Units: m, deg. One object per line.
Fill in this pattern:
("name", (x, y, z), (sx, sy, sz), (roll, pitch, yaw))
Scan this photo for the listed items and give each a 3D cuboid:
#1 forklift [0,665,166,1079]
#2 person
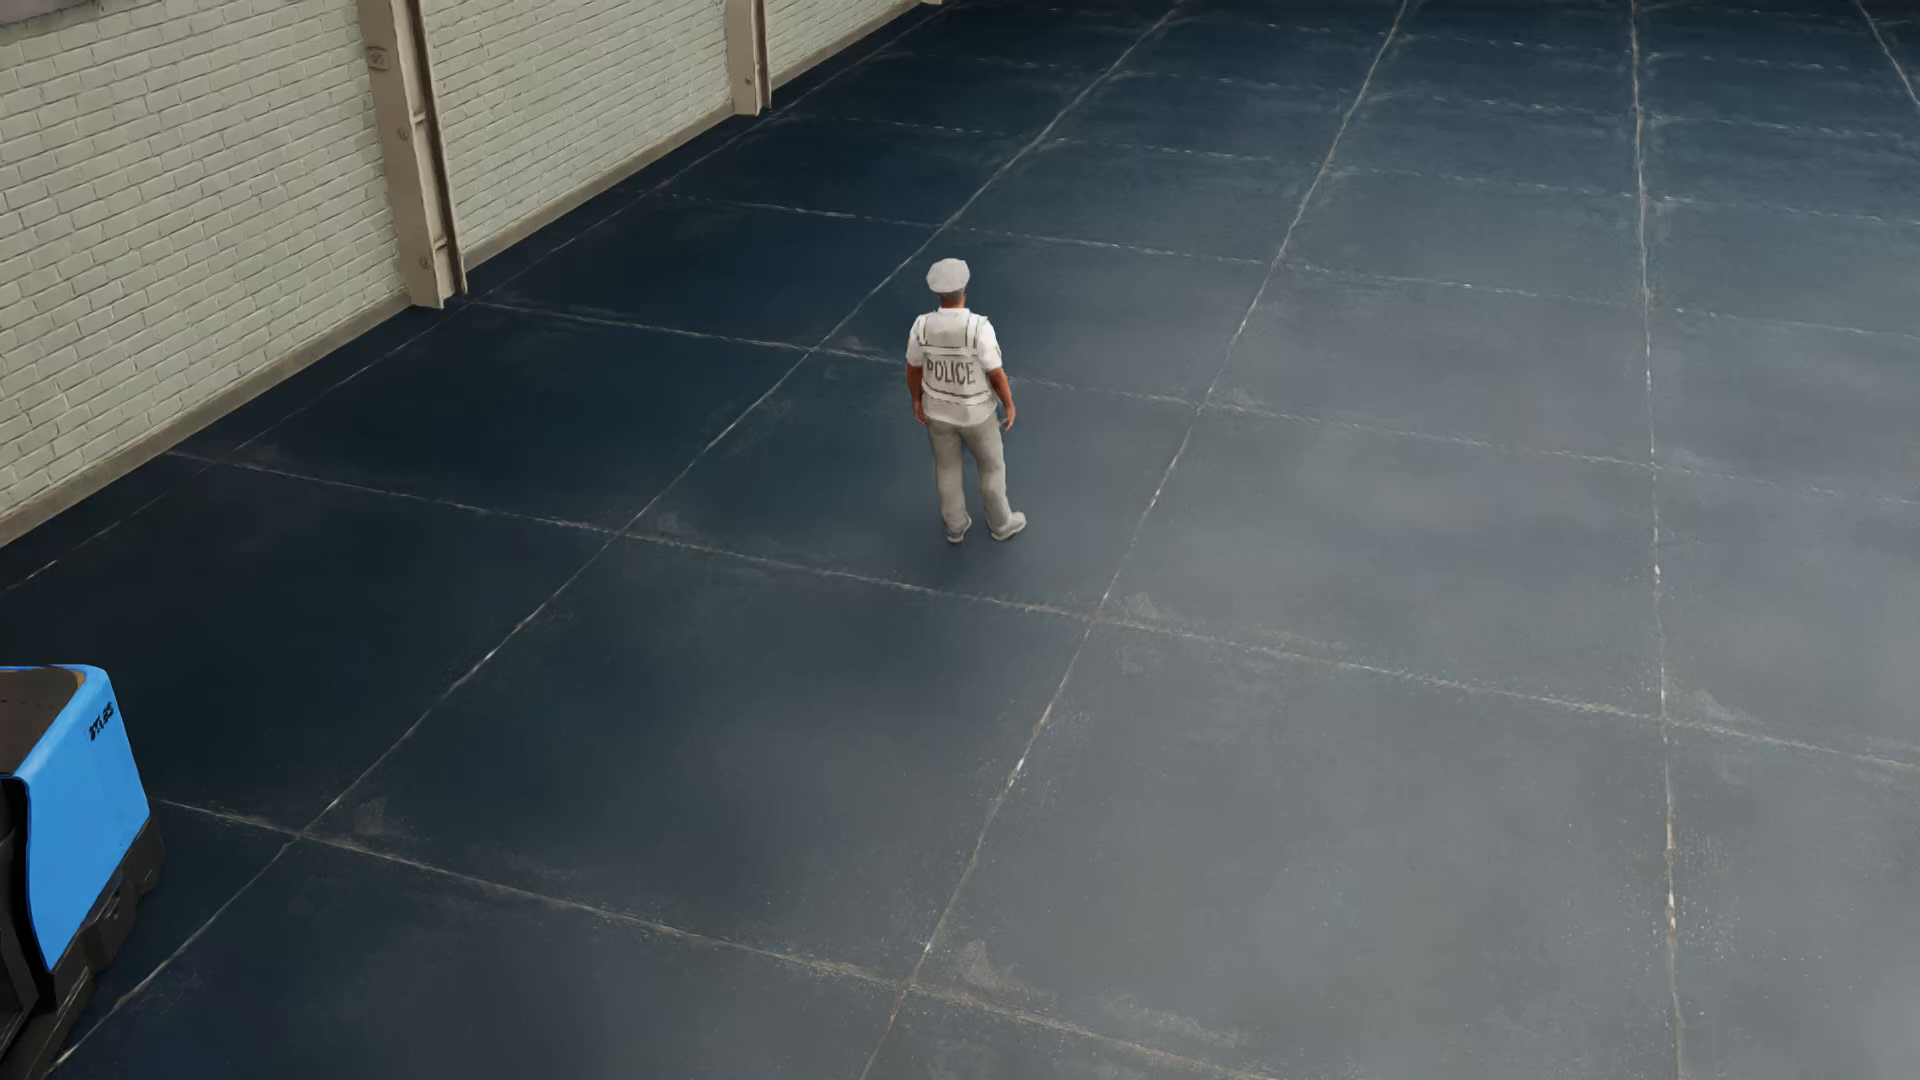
("forklift", (-4.061, 0.917, 5.529), (1.130, 2.935, 3.031), (-1, 30, -1))
("person", (0.036, -0.816, 9.711), (0.640, 1.781, 0.574), (10, 31, 16))
